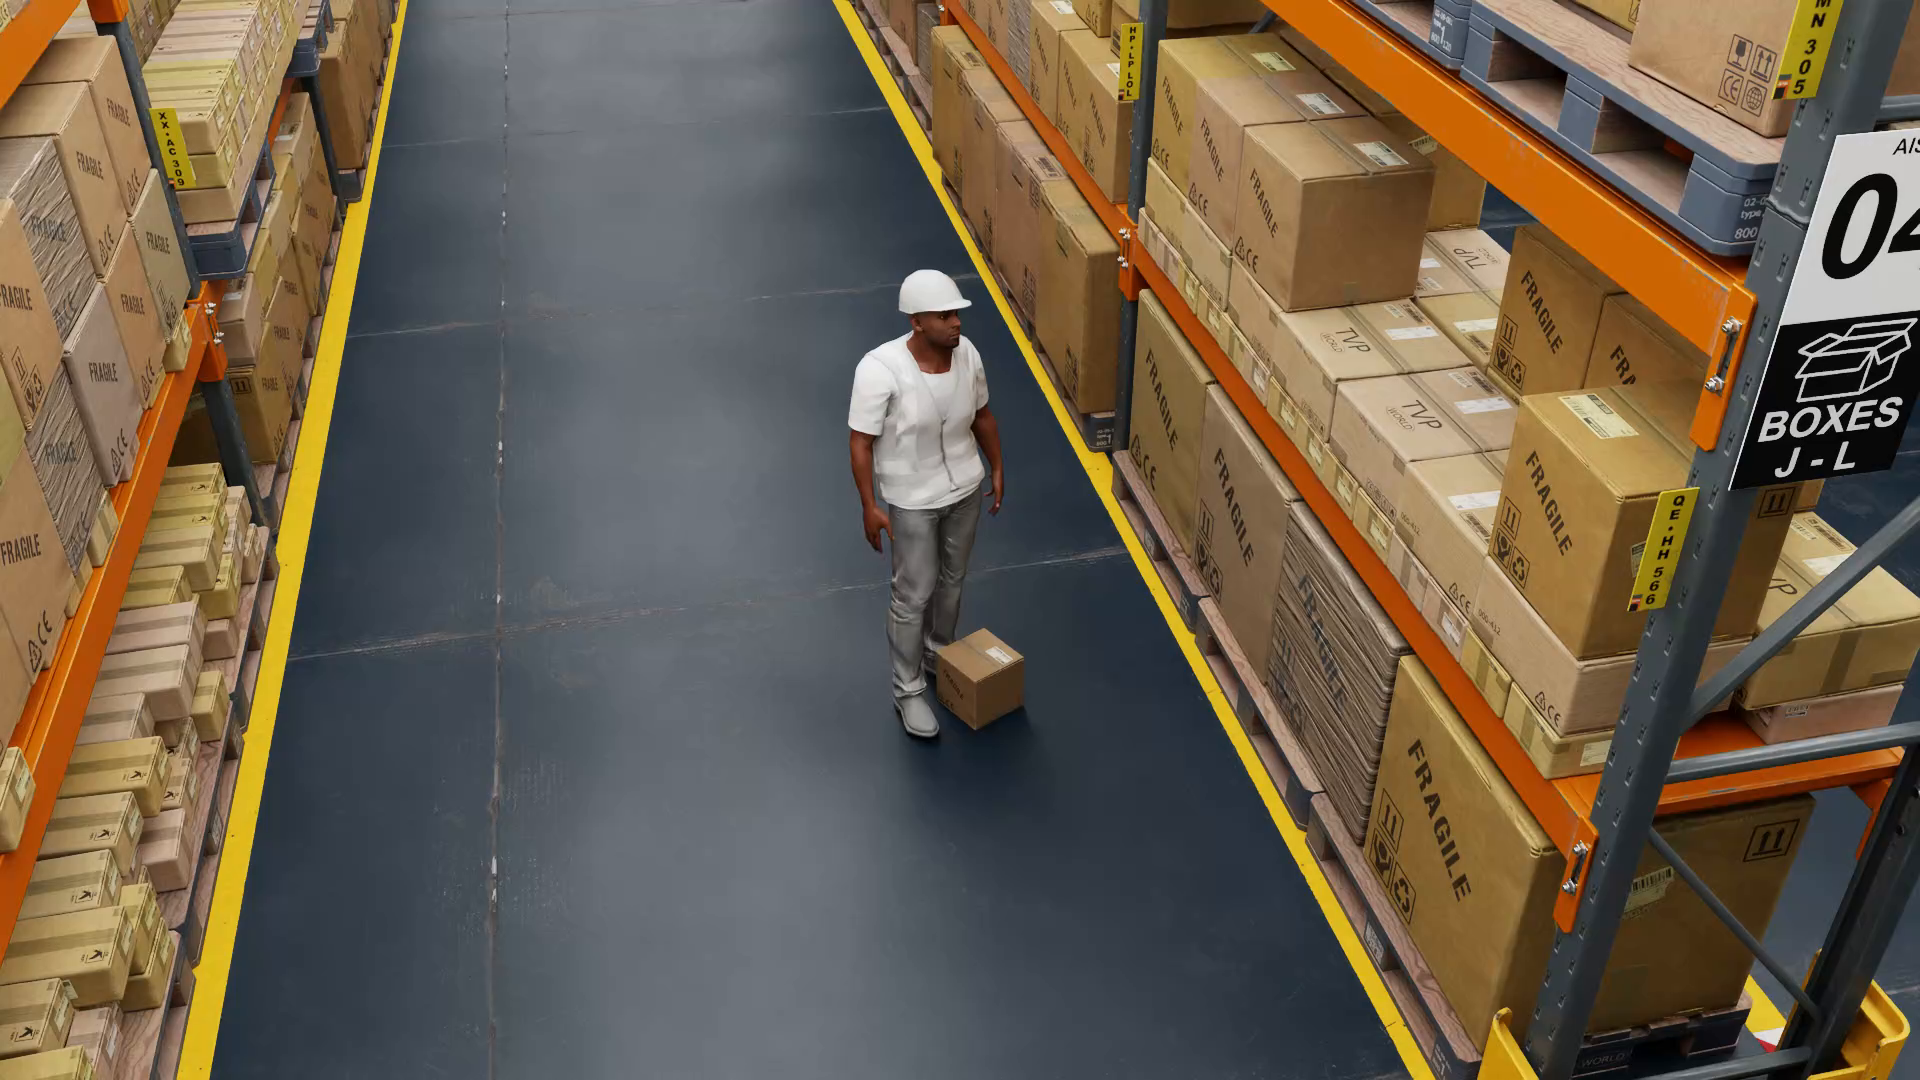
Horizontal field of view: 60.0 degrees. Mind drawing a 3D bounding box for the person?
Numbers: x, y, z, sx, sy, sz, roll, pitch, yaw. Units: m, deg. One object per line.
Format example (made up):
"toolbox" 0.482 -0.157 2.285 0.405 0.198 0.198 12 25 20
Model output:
"person" -0.066 -0.158 6.339 0.666 1.766 0.577 -23 40 -30
